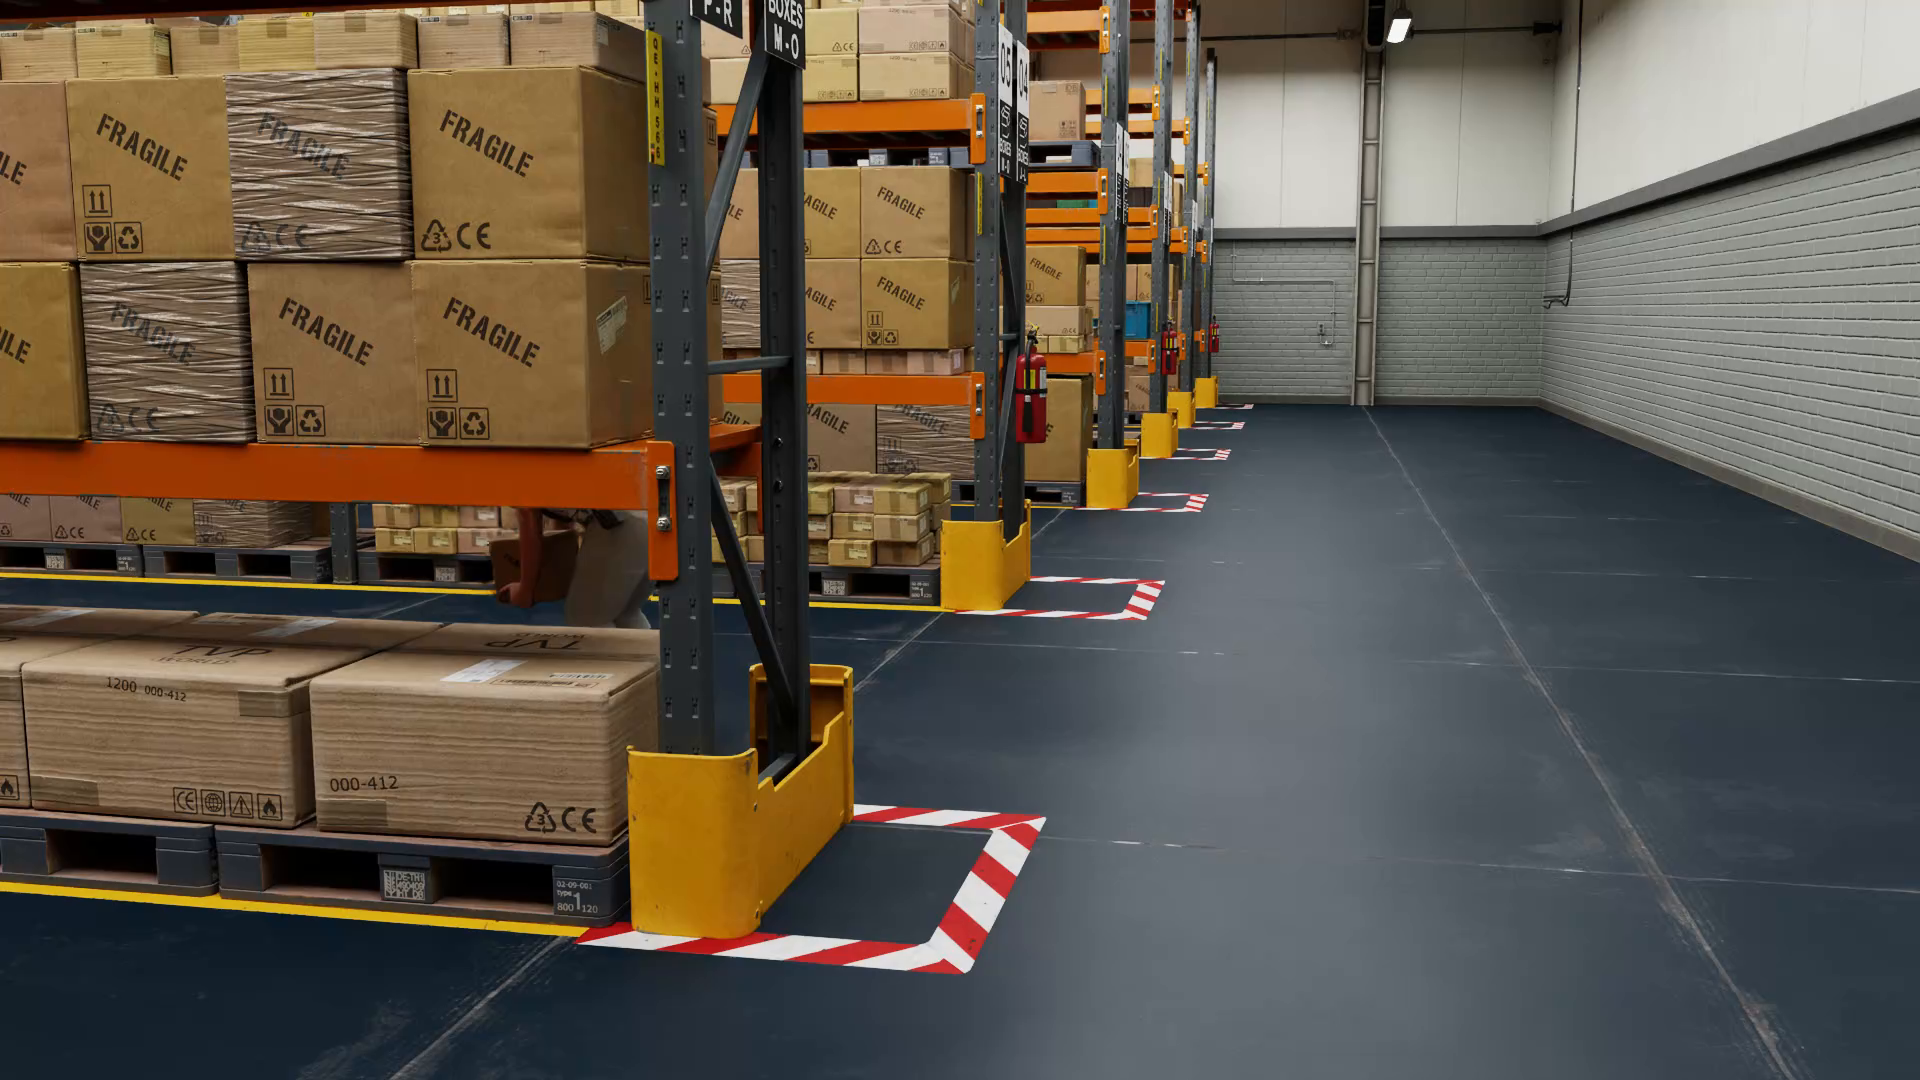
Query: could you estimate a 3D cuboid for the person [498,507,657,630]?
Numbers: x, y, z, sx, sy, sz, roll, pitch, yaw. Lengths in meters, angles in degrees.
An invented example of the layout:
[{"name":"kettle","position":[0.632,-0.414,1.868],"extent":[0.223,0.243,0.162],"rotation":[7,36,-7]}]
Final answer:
[{"name":"person","position":[-1.529,0.050,6.456],"extent":[0.919,1.477,0.476],"rotation":[1,8,10]}]
